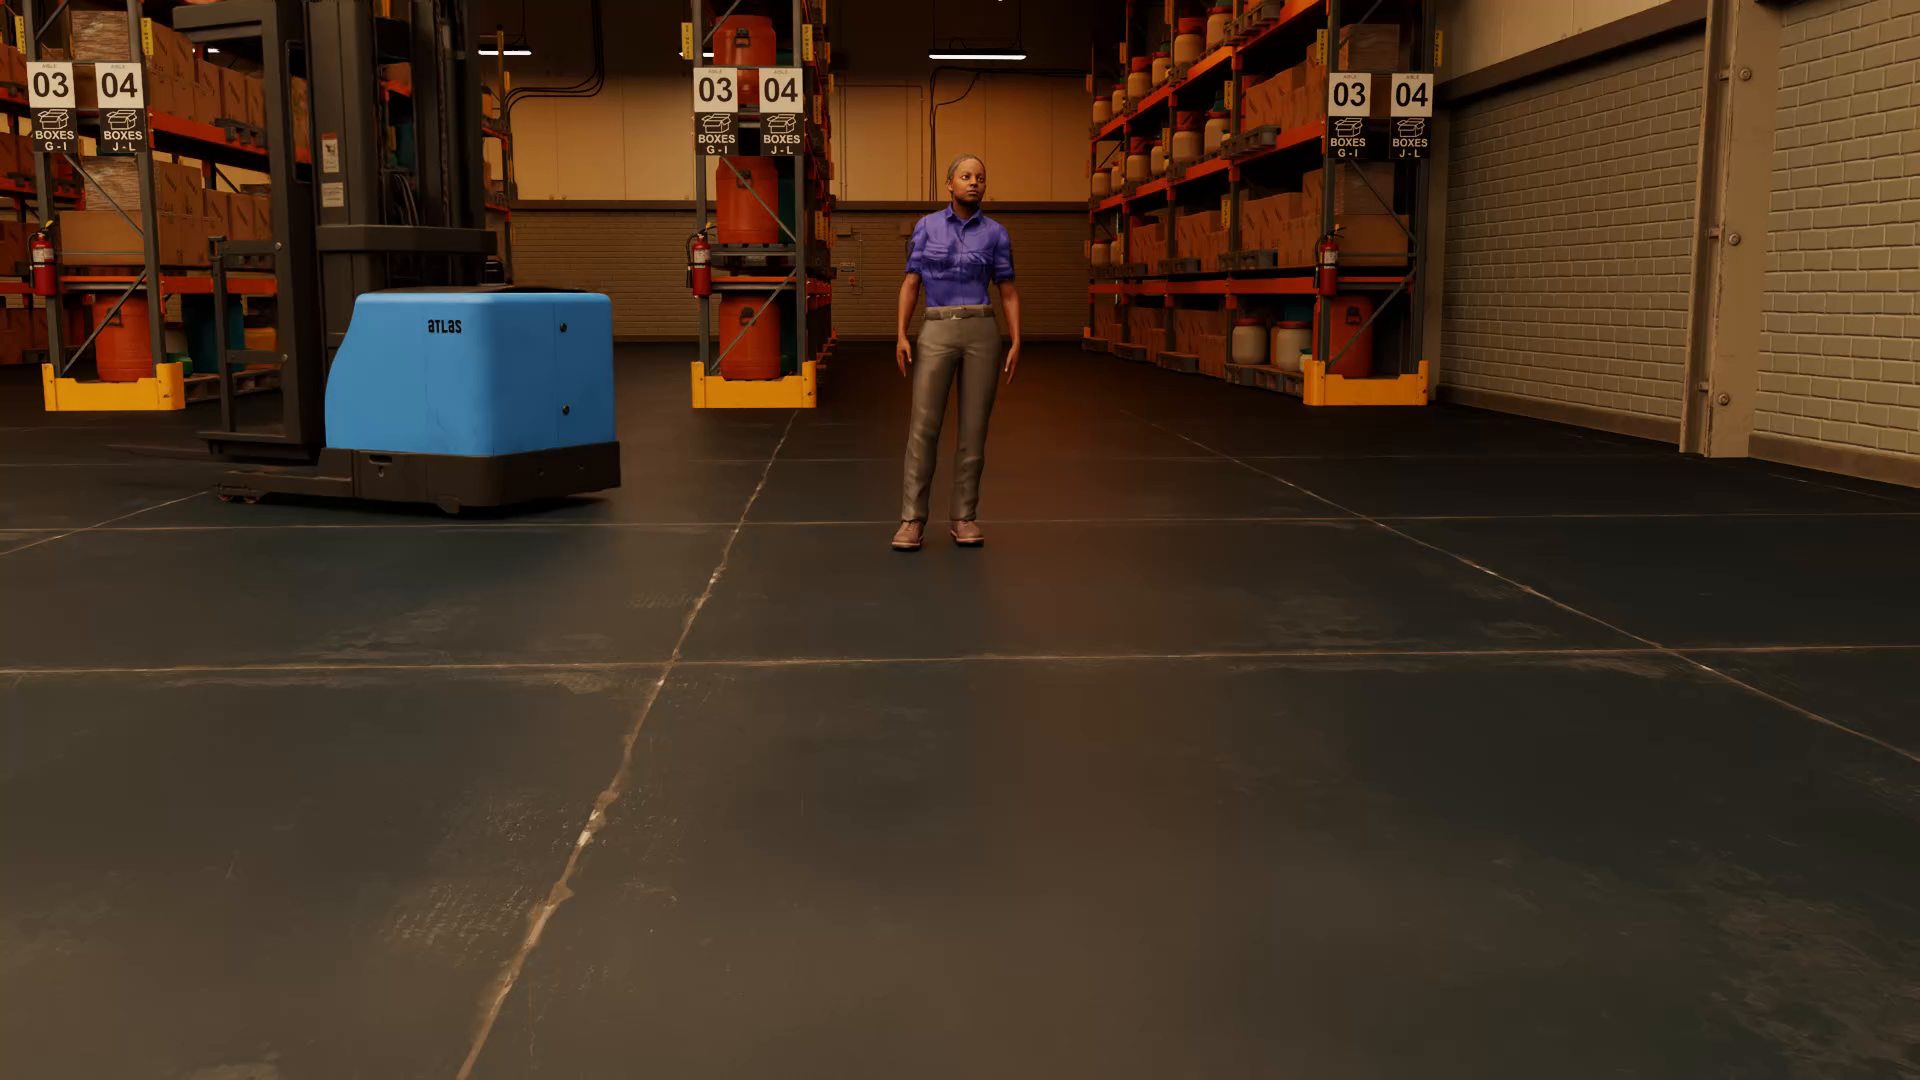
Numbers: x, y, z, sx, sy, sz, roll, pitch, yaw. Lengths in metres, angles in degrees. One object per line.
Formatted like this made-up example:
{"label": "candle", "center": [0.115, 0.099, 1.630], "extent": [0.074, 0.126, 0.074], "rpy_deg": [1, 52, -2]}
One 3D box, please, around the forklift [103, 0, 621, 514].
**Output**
{"label": "forklift", "center": [-3.329, -1.700, 8.782], "extent": [3.031, 2.935, 1.130], "rpy_deg": [4, 9, 27]}

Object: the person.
{"label": "person", "center": [-0.015, -0.812, 7.100], "extent": [0.569, 1.654, 0.504], "rpy_deg": [-1, 8, -4]}
